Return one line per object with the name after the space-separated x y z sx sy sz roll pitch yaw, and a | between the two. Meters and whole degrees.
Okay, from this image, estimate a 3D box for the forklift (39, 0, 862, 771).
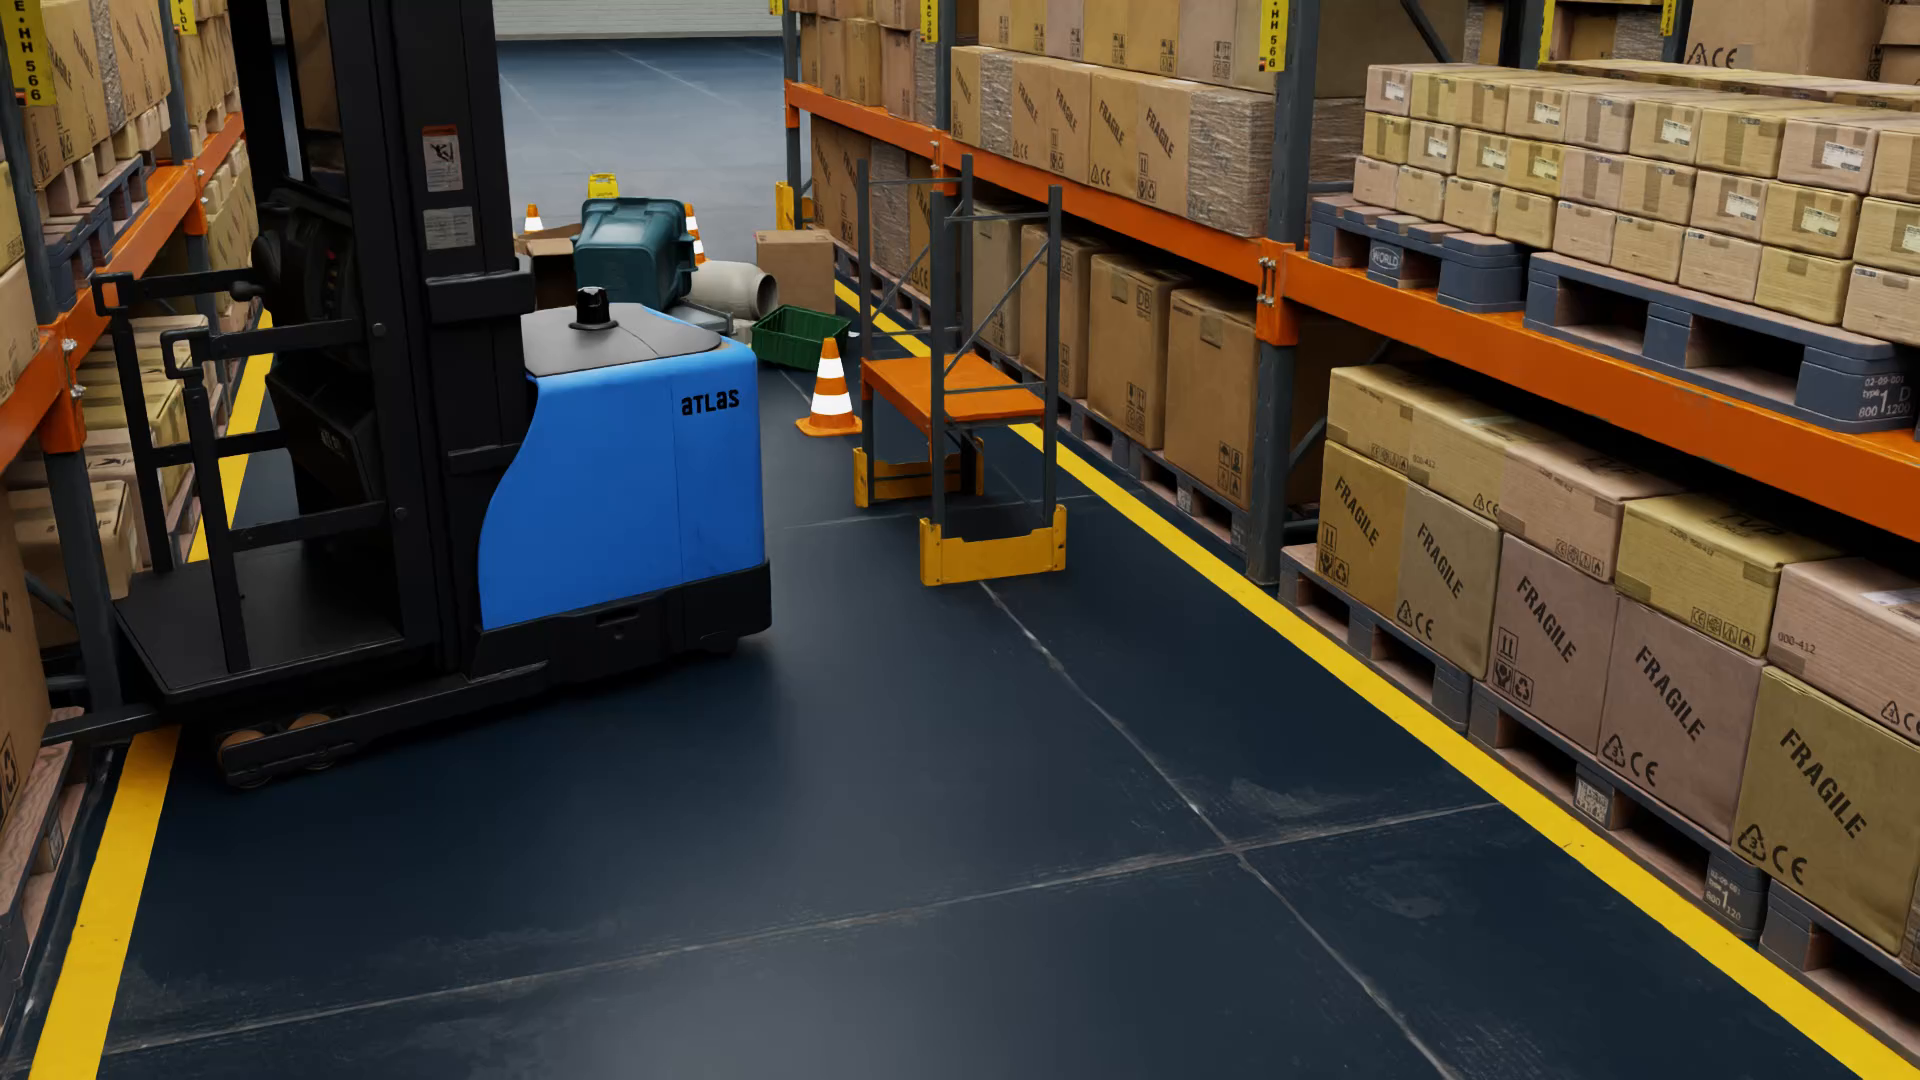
-1.836 -1.229 6.002 4.859 2.935 2.543 -14 24 -33 | forklift

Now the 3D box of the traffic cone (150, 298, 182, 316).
-3.060 -1.777 7.710 3.046 2.808 1.723 -6 21 -17 | traffic cone

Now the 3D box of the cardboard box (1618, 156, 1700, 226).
1.977 -0.929 4.375 0.380 0.149 0.250 -7 21 -18 | cardboard box

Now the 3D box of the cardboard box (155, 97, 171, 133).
-3.891 -1.968 7.708 0.380 0.149 0.250 -6 21 -16 | cardboard box

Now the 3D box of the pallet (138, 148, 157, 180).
-4.213 -1.673 7.421 1.003 0.211 1.213 -6 21 -17 | pallet

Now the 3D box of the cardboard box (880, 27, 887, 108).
-0.027 -3.130 10.972 0.875 0.550 0.550 -6 21 -17 | cardboard box

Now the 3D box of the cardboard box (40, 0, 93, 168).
-3.150 -1.461 5.337 0.500 0.500 0.500 -5 20 -14 | cardboard box

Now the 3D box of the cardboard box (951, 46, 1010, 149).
0.262 -2.432 9.103 0.500 0.500 0.500 -6 21 -17 | cardboard box

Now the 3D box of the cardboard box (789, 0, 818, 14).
-0.825 -4.322 12.692 0.875 0.550 0.550 -6 21 -17 | cardboard box

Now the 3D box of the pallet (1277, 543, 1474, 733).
1.854 0.264 5.868 1.003 0.211 1.213 -6 21 -17 | pallet

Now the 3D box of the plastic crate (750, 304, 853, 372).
-0.946 -1.203 9.902 0.450 0.188 0.662 13 22 7 | plastic crate

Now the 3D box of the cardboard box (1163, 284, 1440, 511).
1.504 -0.643 6.975 1.050 0.750 0.750 -7 21 -18 | cardboard box

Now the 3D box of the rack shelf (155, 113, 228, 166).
-4.944 -2.419 9.990 0.919 0.124 3.809 -6 21 -17 | rack shelf

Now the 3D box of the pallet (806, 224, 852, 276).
-0.579 -2.305 13.023 1.003 0.211 1.213 -6 21 -17 | pallet

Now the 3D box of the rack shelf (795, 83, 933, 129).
-0.276 -3.011 11.532 0.919 0.052 3.809 -6 21 -17 | rack shelf

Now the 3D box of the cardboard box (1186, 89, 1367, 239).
1.213 -1.462 6.401 0.500 0.500 0.500 -6 21 -17 | cardboard box

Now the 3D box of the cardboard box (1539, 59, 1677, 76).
2.199 -1.550 5.664 0.380 0.149 0.250 -7 21 -19 | cardboard box

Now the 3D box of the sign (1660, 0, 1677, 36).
4.580 -3.424 10.732 0.100 0.325 0.005 -6 21 -17 | sign

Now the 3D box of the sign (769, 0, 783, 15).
-1.434 -4.254 12.924 0.100 0.325 0.005 -6 21 -17 | sign

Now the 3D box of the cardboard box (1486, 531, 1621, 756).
1.917 0.259 4.834 0.500 0.500 0.500 -7 21 -19 | cardboard box

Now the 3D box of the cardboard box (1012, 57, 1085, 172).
0.576 -2.109 8.204 0.500 0.500 0.500 -6 21 -17 | cardboard box

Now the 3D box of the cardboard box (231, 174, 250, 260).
-4.754 -2.005 10.398 0.500 0.500 0.500 -7 21 -18 | cardboard box

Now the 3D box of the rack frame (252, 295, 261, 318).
-5.326 -1.707 11.355 1.003 0.211 1.213 -6 21 -17 | rack frame

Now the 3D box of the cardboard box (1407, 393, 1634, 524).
1.756 -0.263 5.179 0.500 0.250 0.500 -7 21 -18 | cardboard box

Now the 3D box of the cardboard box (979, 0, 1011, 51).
0.514 -2.941 9.041 0.700 0.500 0.500 -7 21 -18 | cardboard box

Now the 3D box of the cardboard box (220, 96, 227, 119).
-4.783 -2.689 10.338 0.380 0.149 0.250 -7 21 -18 | cardboard box

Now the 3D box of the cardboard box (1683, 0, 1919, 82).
5.171 -3.296 10.458 1.134 1.210 1.638 -6 21 -17 | cardboard box

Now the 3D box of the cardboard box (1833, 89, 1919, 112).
2.603 -1.134 4.508 0.380 0.149 0.250 -5 20 -15 | cardboard box

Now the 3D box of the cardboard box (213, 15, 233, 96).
-4.833 -3.028 10.321 0.500 0.500 0.500 -6 21 -17 | cardboard box

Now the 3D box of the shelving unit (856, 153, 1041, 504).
-0.037 -0.743 6.767 0.500 1.500 0.985 -6 21 -17 | shelving unit

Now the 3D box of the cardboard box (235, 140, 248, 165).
-4.894 -2.529 10.899 0.380 0.149 0.250 -6 21 -16 | cardboard box

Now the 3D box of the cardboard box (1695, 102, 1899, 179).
2.061 -0.987 4.098 0.380 0.149 0.250 -7 21 -18 | cardboard box

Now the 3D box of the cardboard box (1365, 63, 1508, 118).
1.572 -1.488 5.492 0.380 0.149 0.250 -6 21 -17 | cardboard box

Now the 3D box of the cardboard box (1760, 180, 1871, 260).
2.137 -0.764 3.916 0.380 0.149 0.250 -6 21 -17 | cardboard box

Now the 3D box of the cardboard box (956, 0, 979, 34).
0.269 -3.283 9.801 0.875 0.550 0.550 -6 21 -17 | cardboard box

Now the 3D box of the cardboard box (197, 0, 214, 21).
-4.387 -3.012 8.798 0.700 0.500 0.500 -6 21 -17 | cardboard box

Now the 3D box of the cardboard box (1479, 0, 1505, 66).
4.516 -3.894 12.732 0.875 0.500 0.500 -6 21 -17 | cardboard box

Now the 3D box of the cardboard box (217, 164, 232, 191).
-4.477 -2.101 9.707 0.380 0.149 0.250 -5 20 -14 | cardboard box

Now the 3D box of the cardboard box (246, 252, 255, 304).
-4.738 -1.646 10.508 0.500 0.250 0.500 -7 21 -19 | cardboard box

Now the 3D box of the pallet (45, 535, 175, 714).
-3.302 0.321 5.711 1.003 0.211 1.213 -6 21 -17 | pallet

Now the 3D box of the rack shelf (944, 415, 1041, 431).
-0.027 -0.598 6.788 0.416 0.036 0.922 -6 21 -17 | rack shelf

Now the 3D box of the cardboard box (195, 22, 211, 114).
-4.368 -2.541 8.964 0.500 0.500 0.500 -6 21 -17 | cardboard box

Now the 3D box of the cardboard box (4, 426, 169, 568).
-3.465 -0.120 6.079 0.950 0.372 0.625 -7 21 -18 | cardboard box

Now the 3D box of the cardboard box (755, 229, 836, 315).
-1.110 -1.796 11.174 0.500 0.500 0.500 -3 20 -8 | cardboard box

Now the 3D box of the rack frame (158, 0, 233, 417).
-4.315 -2.024 8.114 1.000 3.000 0.127 -6 21 -17 | rack frame
